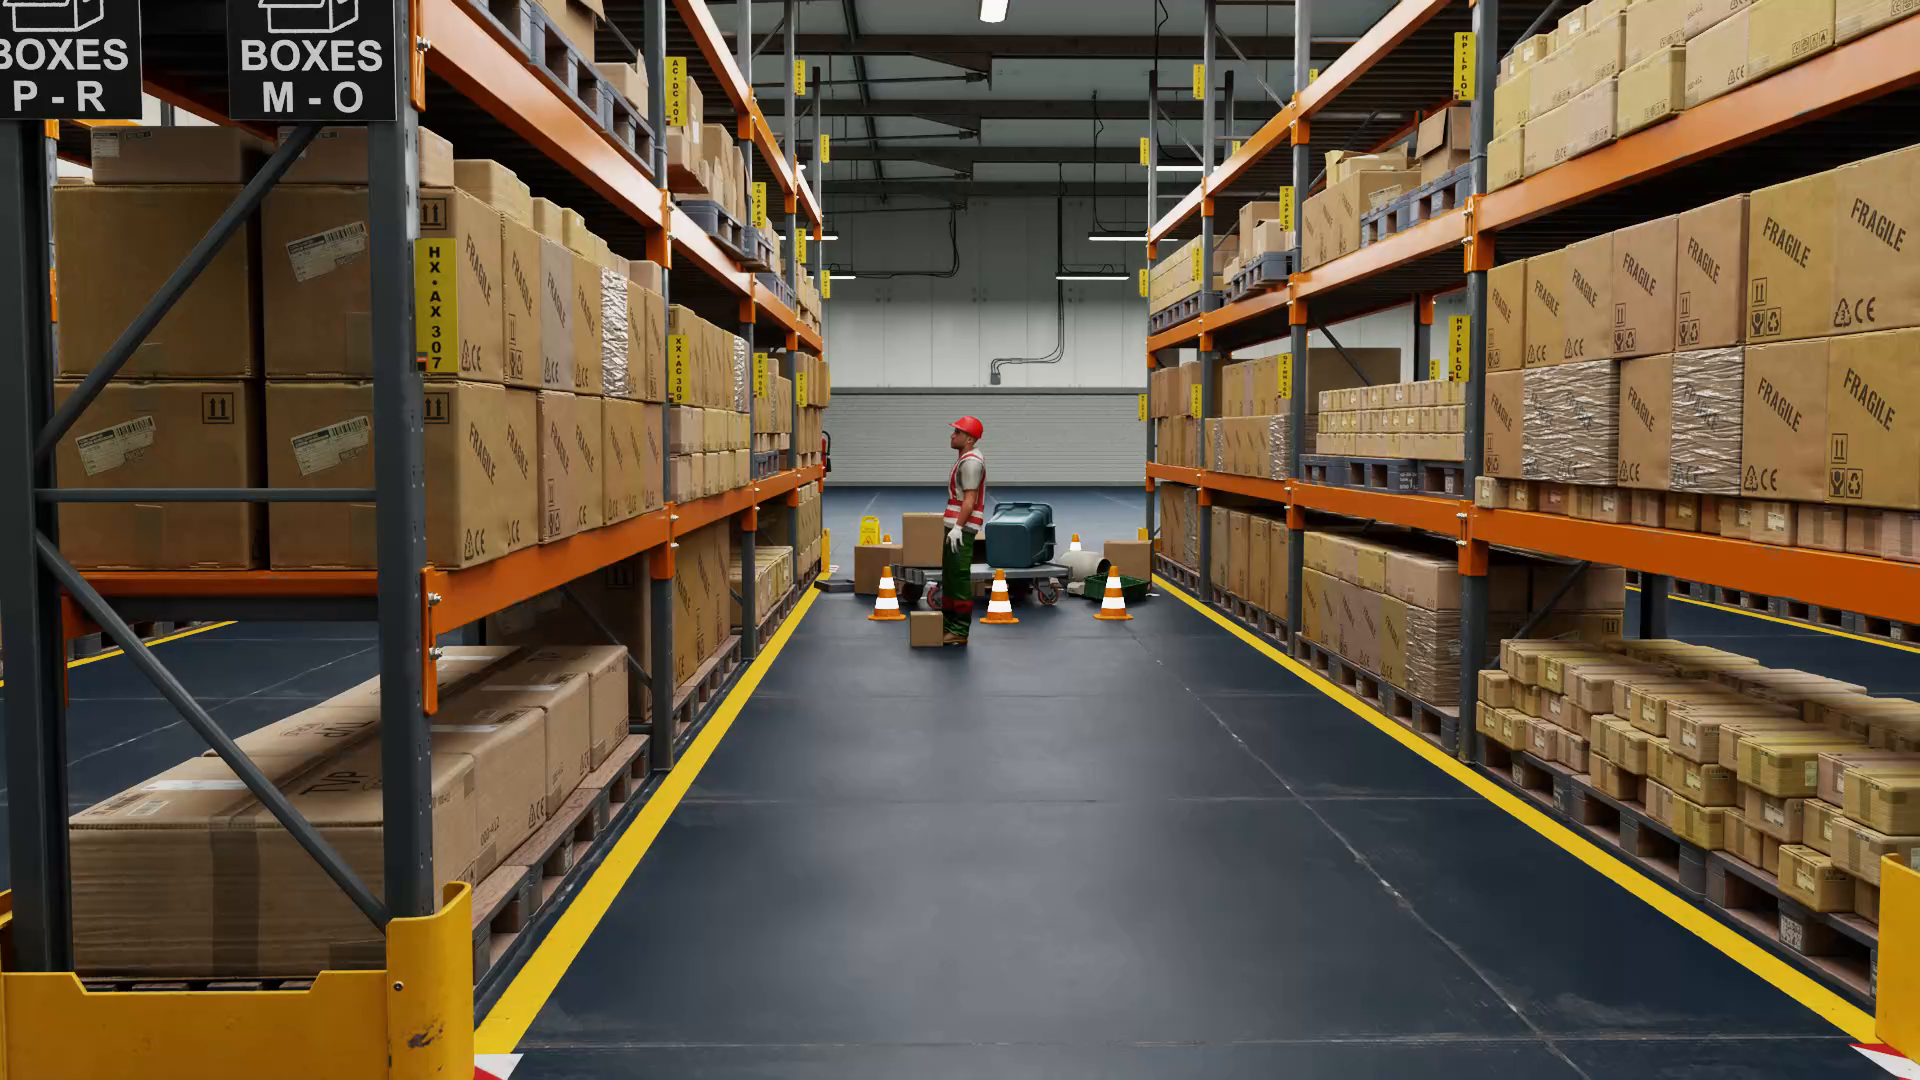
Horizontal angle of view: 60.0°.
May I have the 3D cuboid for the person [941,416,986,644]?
[{"bbox_3d":[-0.073,-0.079,13.065,0.562,1.789,0.638,0,4,-1],"label":"person"}]
